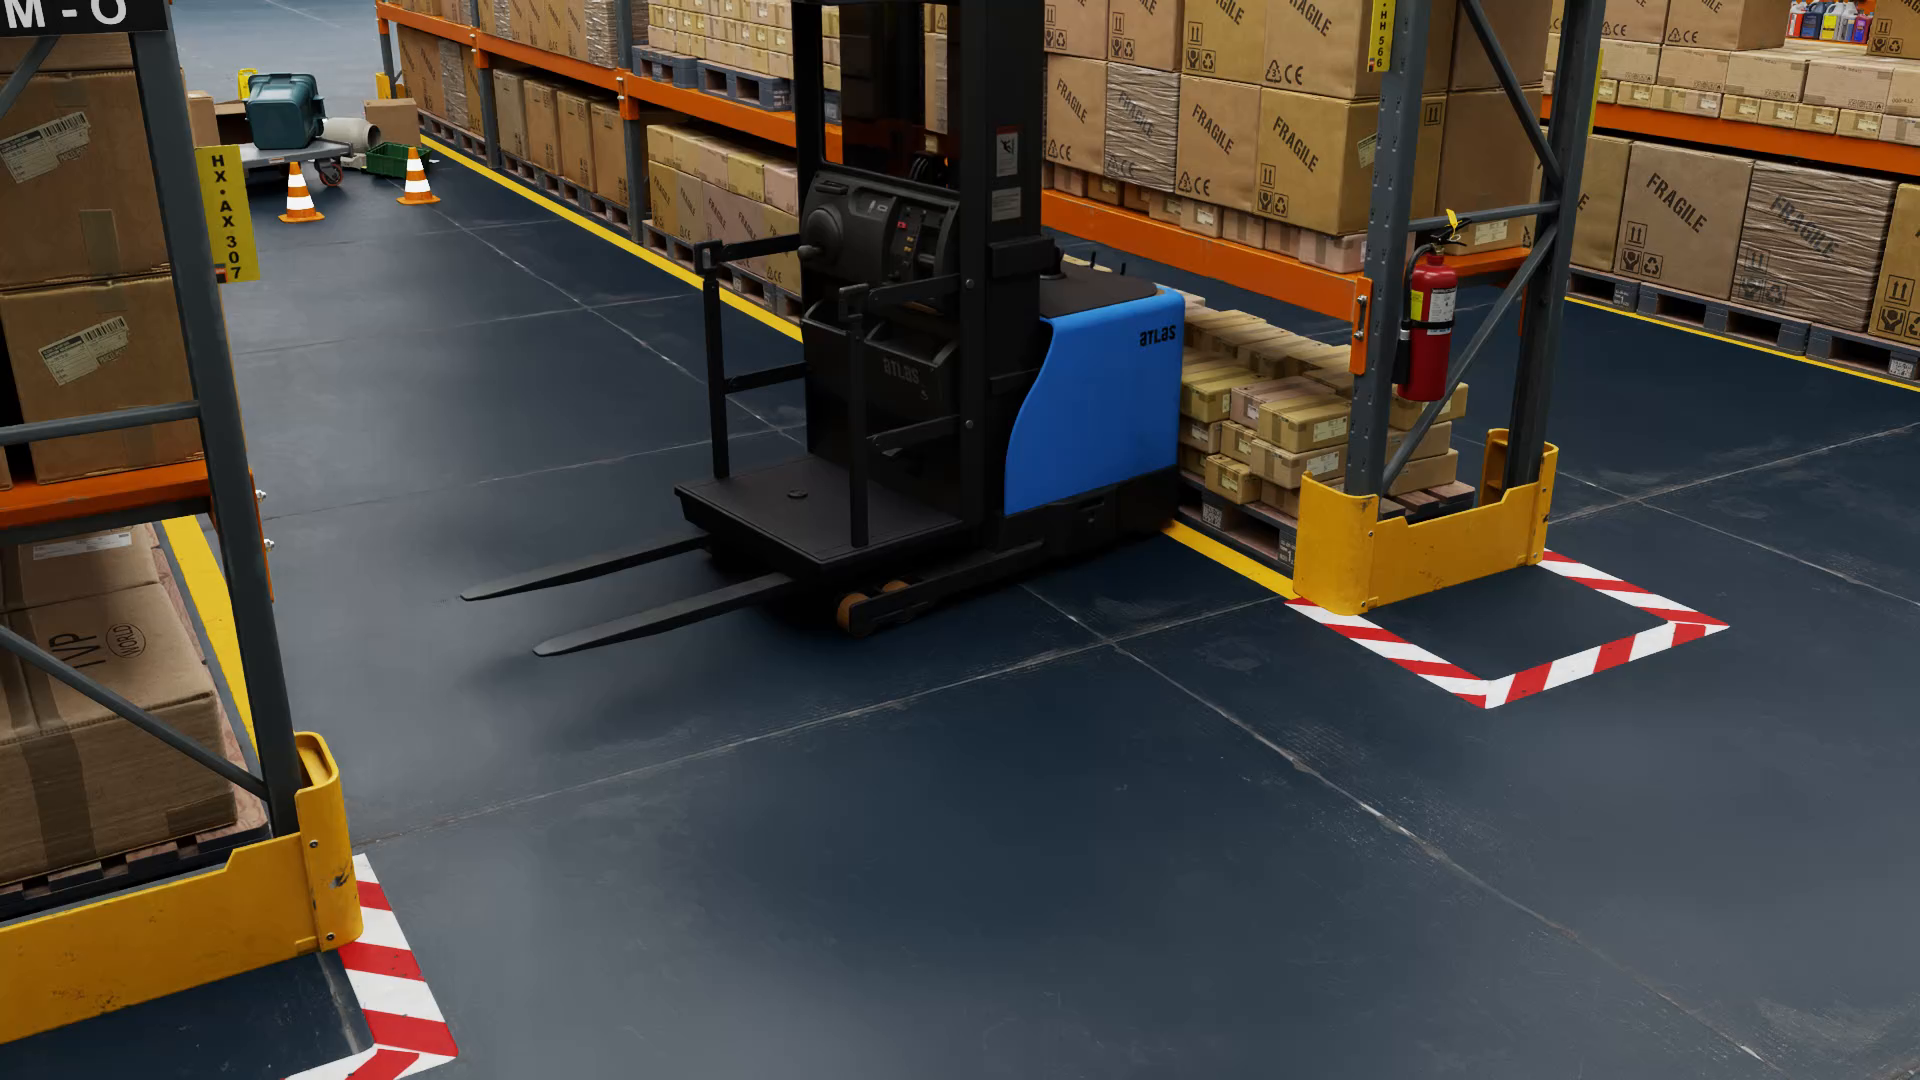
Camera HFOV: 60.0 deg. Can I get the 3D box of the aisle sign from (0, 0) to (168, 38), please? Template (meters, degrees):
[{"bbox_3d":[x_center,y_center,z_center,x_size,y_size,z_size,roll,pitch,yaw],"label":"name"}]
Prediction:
[{"bbox_3d":[-1.953,-1.475,3.504,0.394,0.787,0.004,-13,25,-28],"label":"aisle sign"}]

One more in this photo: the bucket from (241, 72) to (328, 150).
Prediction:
[{"bbox_3d":[-6.216,-3.896,15.241,0.726,0.611,0.620,-4,32,-10],"label":"bucket"}]

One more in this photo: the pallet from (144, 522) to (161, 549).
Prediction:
[{"bbox_3d":[-3.961,0.020,6.982,1.003,0.211,1.213,-13,25,-28],"label":"pallet"}]

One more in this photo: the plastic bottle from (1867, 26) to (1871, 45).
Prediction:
[{"bbox_3d":[7.933,-4.397,14.410,0.097,0.201,0.097,0,22,0],"label":"plastic bottle"}]

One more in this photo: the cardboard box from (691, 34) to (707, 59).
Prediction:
[{"bbox_3d":[-1.652,-3.446,11.582,0.380,0.149,0.250,-11,25,-26],"label":"cardboard box"}]

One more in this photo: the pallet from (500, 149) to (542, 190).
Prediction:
[{"bbox_3d":[-3.706,-3.580,15.840,1.003,0.211,1.213,-13,25,-28],"label":"pallet"}]

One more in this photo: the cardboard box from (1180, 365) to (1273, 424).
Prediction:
[{"bbox_3d":[1.156,-0.647,7.357,0.380,0.149,0.250,-13,26,-29],"label":"cardboard box"}]

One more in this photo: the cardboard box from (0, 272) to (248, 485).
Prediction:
[{"bbox_3d":[-2.237,-0.495,4.413,0.500,0.500,0.500,-13,25,-29],"label":"cardboard box"}]

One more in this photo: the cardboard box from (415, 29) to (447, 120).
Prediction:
[{"bbox_3d":[-5.354,-5.121,18.192,0.875,0.875,0.875,-13,26,-29],"label":"cardboard box"}]

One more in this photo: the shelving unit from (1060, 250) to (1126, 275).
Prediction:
[{"bbox_3d":[0.550,-0.830,7.918,0.215,1.050,0.252,-4,23,-31],"label":"shelving unit"}]

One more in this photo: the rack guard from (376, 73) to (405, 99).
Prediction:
[{"bbox_3d":[-6.220,-5.252,19.569,1.175,0.500,0.348,-13,25,-28],"label":"rack guard"}]

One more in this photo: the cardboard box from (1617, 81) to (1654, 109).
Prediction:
[{"bbox_3d":[4.508,-2.908,10.816,0.380,0.149,0.250,-13,26,-30],"label":"cardboard box"}]

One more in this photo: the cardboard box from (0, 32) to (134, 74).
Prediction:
[{"bbox_3d":[-2.182,-1.216,3.998,0.380,0.149,0.250,-12,25,-27],"label":"cardboard box"}]

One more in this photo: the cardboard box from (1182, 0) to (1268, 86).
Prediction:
[{"bbox_3d":[1.259,-2.135,6.724,0.500,0.500,0.500,-14,26,-30],"label":"cardboard box"}]

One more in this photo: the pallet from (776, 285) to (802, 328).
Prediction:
[{"bbox_3d":[-0.477,-1.478,10.667,1.003,0.211,1.213,-13,25,-28],"label":"pallet"}]

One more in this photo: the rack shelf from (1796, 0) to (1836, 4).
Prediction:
[{"bbox_3d":[9.691,-6.952,21.388,1.077,0.370,4.000,-13,25,-28],"label":"rack shelf"}]

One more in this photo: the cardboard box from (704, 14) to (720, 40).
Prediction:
[{"bbox_3d":[-1.512,-3.498,11.315,0.380,0.149,0.250,-13,25,-28],"label":"cardboard box"}]

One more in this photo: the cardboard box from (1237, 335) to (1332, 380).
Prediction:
[{"bbox_3d":[1.529,-0.844,7.843,0.380,0.149,0.250,-14,26,-31],"label":"cardboard box"}]

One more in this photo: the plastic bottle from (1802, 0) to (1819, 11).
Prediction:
[{"bbox_3d":[7.995,-4.932,15.627,0.152,0.276,0.135,-13,25,-28],"label":"plastic bottle"}]

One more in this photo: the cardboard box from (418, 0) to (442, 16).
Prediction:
[{"bbox_3d":[-5.195,-5.817,17.441,0.875,0.550,0.500,-13,25,-28],"label":"cardboard box"}]

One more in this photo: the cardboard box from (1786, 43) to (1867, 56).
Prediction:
[{"bbox_3d":[5.472,-2.918,10.311,0.500,0.250,0.500,-13,26,-29],"label":"cardboard box"}]

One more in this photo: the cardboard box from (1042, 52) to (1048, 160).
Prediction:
[{"bbox_3d":[0.443,-2.164,8.125,0.500,0.500,0.500,-13,26,-29],"label":"cardboard box"}]

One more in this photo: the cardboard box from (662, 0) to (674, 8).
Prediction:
[{"bbox_3d":[-1.912,-3.893,11.892,0.380,0.149,0.250,-13,26,-30],"label":"cardboard box"}]

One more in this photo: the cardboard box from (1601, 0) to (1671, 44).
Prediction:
[{"bbox_3d":[4.507,-3.490,10.722,0.500,0.500,0.500,-13,25,-28],"label":"cardboard box"}]

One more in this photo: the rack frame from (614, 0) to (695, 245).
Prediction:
[{"bbox_3d":[-2.122,-3.813,12.708,1.000,3.000,0.127,-13,25,-28],"label":"rack frame"}]

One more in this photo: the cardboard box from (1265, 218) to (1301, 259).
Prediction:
[{"bbox_3d":[1.461,-1.245,6.726,0.380,0.149,0.250,-13,25,-28],"label":"cardboard box"}]

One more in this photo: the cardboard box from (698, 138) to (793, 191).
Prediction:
[{"bbox_3d":[-1.477,-2.600,11.491,0.500,0.250,0.500,-12,25,-28],"label":"cardboard box"}]

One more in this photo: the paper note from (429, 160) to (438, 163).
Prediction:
[{"bbox_3d":[-5.287,-3.776,16.559,0.142,0.020,0.147,8,23,18],"label":"paper note"}]

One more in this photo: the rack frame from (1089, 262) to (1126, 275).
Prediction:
[{"bbox_3d":[0.611,-0.786,7.822,0.200,1.050,0.008,-4,23,-31],"label":"rack frame"}]

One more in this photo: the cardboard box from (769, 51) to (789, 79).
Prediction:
[{"bbox_3d":[-0.985,-3.022,10.538,0.380,0.149,0.250,-14,26,-30],"label":"cardboard box"}]

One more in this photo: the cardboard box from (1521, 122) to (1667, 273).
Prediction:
[{"bbox_3d":[4.506,-2.420,11.546,0.875,0.875,0.875,-13,25,-28],"label":"cardboard box"}]

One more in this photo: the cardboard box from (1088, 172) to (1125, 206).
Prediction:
[{"bbox_3d":[0.824,-1.674,7.781,0.380,0.149,0.250,-12,25,-27],"label":"cardboard box"}]

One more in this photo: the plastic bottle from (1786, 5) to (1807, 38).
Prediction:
[{"bbox_3d":[7.572,-4.681,15.010,0.152,0.276,0.135,-13,25,-28],"label":"plastic bottle"}]

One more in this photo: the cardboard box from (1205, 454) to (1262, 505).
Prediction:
[{"bbox_3d":[1.298,-0.291,7.272,0.380,0.149,0.250,-12,25,-27],"label":"cardboard box"}]

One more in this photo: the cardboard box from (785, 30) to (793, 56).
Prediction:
[{"bbox_3d":[-0.855,-3.078,10.282,0.380,0.149,0.250,-14,26,-30],"label":"cardboard box"}]

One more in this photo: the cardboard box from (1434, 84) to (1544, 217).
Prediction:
[{"bbox_3d":[1.973,-1.606,6.750,0.500,0.500,0.500,-11,25,-26],"label":"cardboard box"}]

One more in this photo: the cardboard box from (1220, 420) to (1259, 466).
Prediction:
[{"bbox_3d":[1.363,-0.445,7.257,0.380,0.149,0.250,-13,26,-29],"label":"cardboard box"}]

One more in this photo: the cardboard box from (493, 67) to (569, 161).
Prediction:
[{"bbox_3d":[-3.770,-4.076,15.786,1.050,0.750,0.750,-13,25,-29],"label":"cardboard box"}]

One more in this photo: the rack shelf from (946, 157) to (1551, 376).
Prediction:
[{"bbox_3d":[0.943,-1.537,8.065,1.077,0.370,4.000,-13,25,-28],"label":"rack shelf"}]

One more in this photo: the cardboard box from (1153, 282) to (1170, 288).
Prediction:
[{"bbox_3d":[0.908,-1.279,8.913,0.380,0.149,0.250,-14,26,-31],"label":"cardboard box"}]

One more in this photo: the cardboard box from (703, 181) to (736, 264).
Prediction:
[{"bbox_3d":[-1.453,-2.244,11.610,0.500,0.500,0.500,-13,26,-30],"label":"cardboard box"}]

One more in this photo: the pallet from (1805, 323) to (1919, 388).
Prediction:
[{"bbox_3d":[5.805,-1.096,9.728,1.003,0.211,1.213,-13,25,-28],"label":"pallet"}]

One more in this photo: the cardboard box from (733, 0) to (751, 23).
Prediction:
[{"bbox_3d":[-1.255,-3.473,10.858,0.380,0.149,0.250,-13,25,-29],"label":"cardboard box"}]

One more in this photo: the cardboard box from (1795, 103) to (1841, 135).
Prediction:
[{"bbox_3d":[5.160,-2.494,9.797,0.380,0.149,0.250,-13,25,-28],"label":"cardboard box"}]

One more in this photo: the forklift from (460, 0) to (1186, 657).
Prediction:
[{"bbox_3d":[-0.487,-1.209,6.392,3.031,2.935,1.130,-17,28,-36],"label":"forklift"}]

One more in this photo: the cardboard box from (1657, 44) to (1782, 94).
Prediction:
[{"bbox_3d":[4.771,-2.976,10.455,0.500,0.250,0.500,-12,25,-27],"label":"cardboard box"}]

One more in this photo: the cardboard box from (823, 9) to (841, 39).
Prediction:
[{"bbox_3d":[-0.589,-3.051,9.819,0.380,0.149,0.250,-13,26,-30],"label":"cardboard box"}]

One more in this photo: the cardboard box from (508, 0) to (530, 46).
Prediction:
[{"bbox_3d":[-3.616,-4.606,14.527,0.500,0.500,0.500,-13,25,-29],"label":"cardboard box"}]
